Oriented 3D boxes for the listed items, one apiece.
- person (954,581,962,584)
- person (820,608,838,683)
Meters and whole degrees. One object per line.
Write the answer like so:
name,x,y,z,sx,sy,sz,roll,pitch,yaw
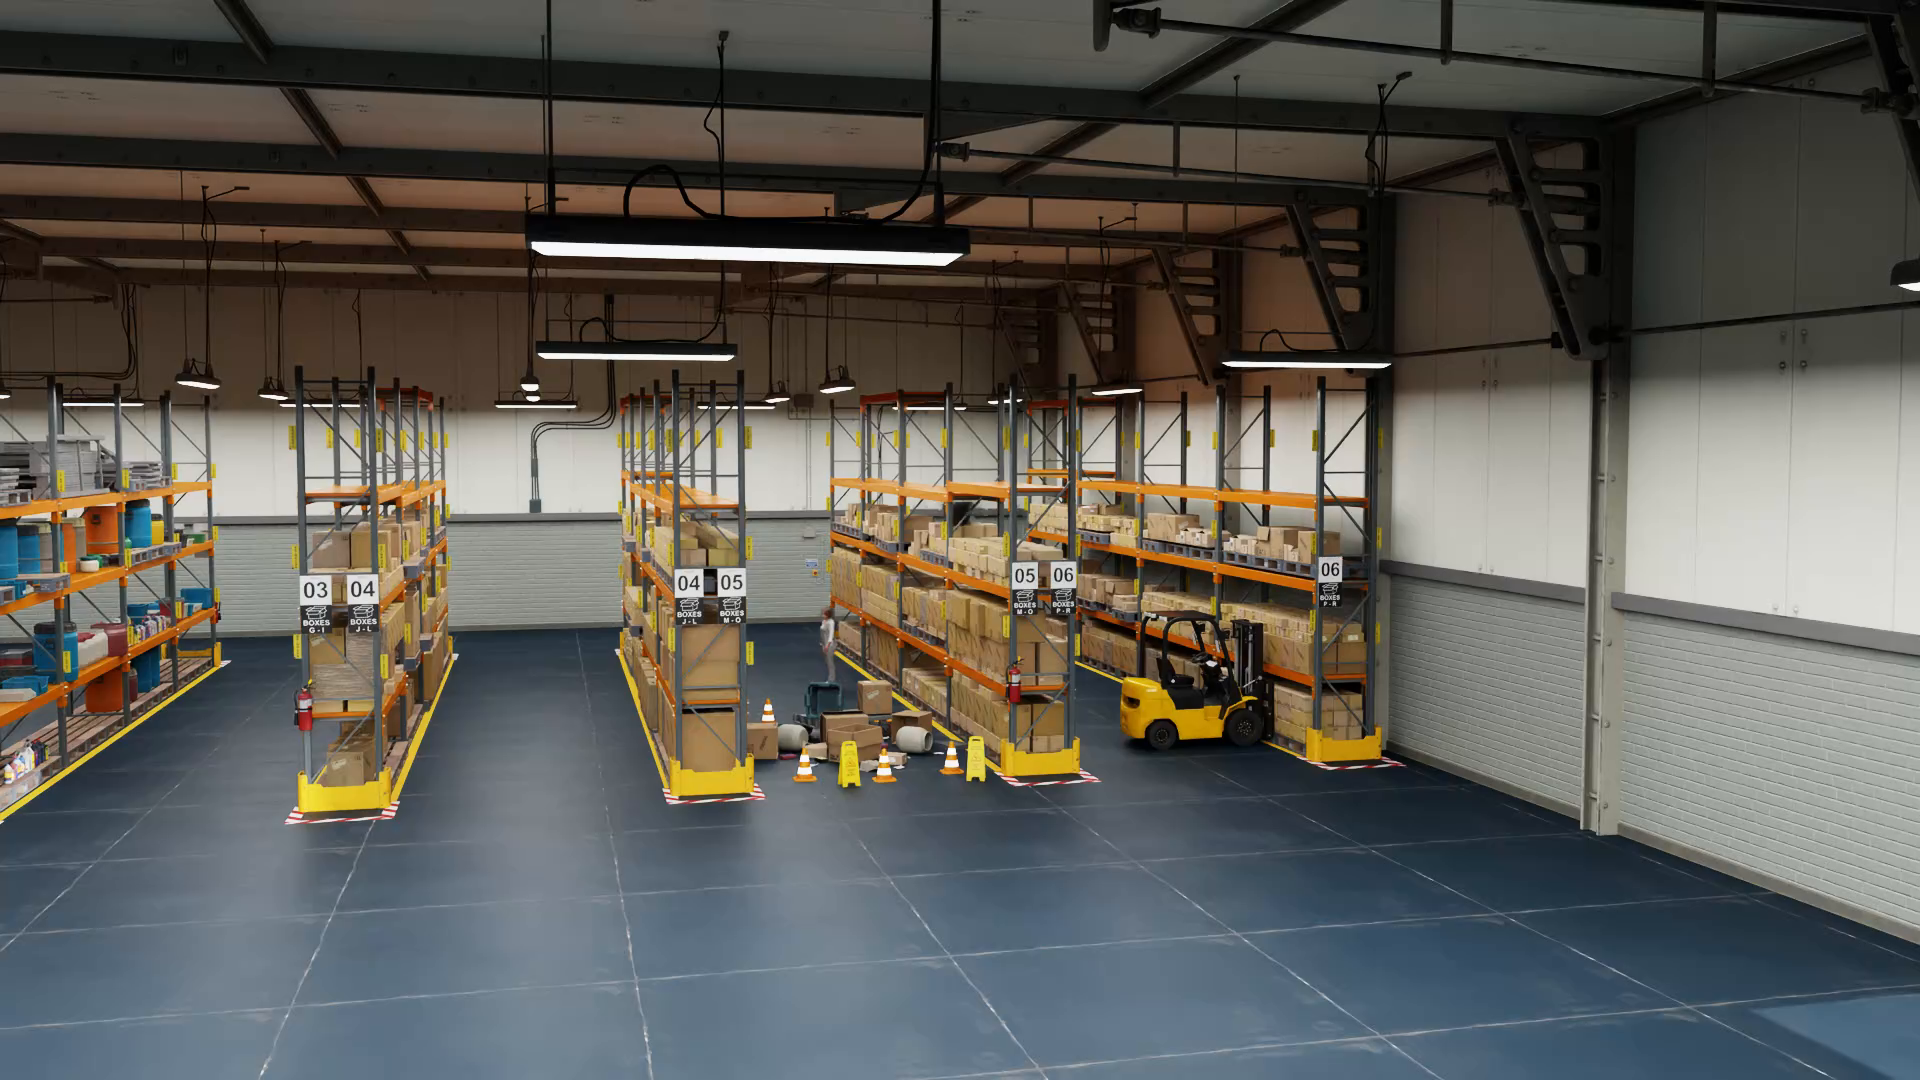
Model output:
person,-0.120,1.701,41.427,0.557,1.668,0.473,3,4,39
person,-2.689,2.178,33.804,0.373,1.607,0.425,-2,4,-25
